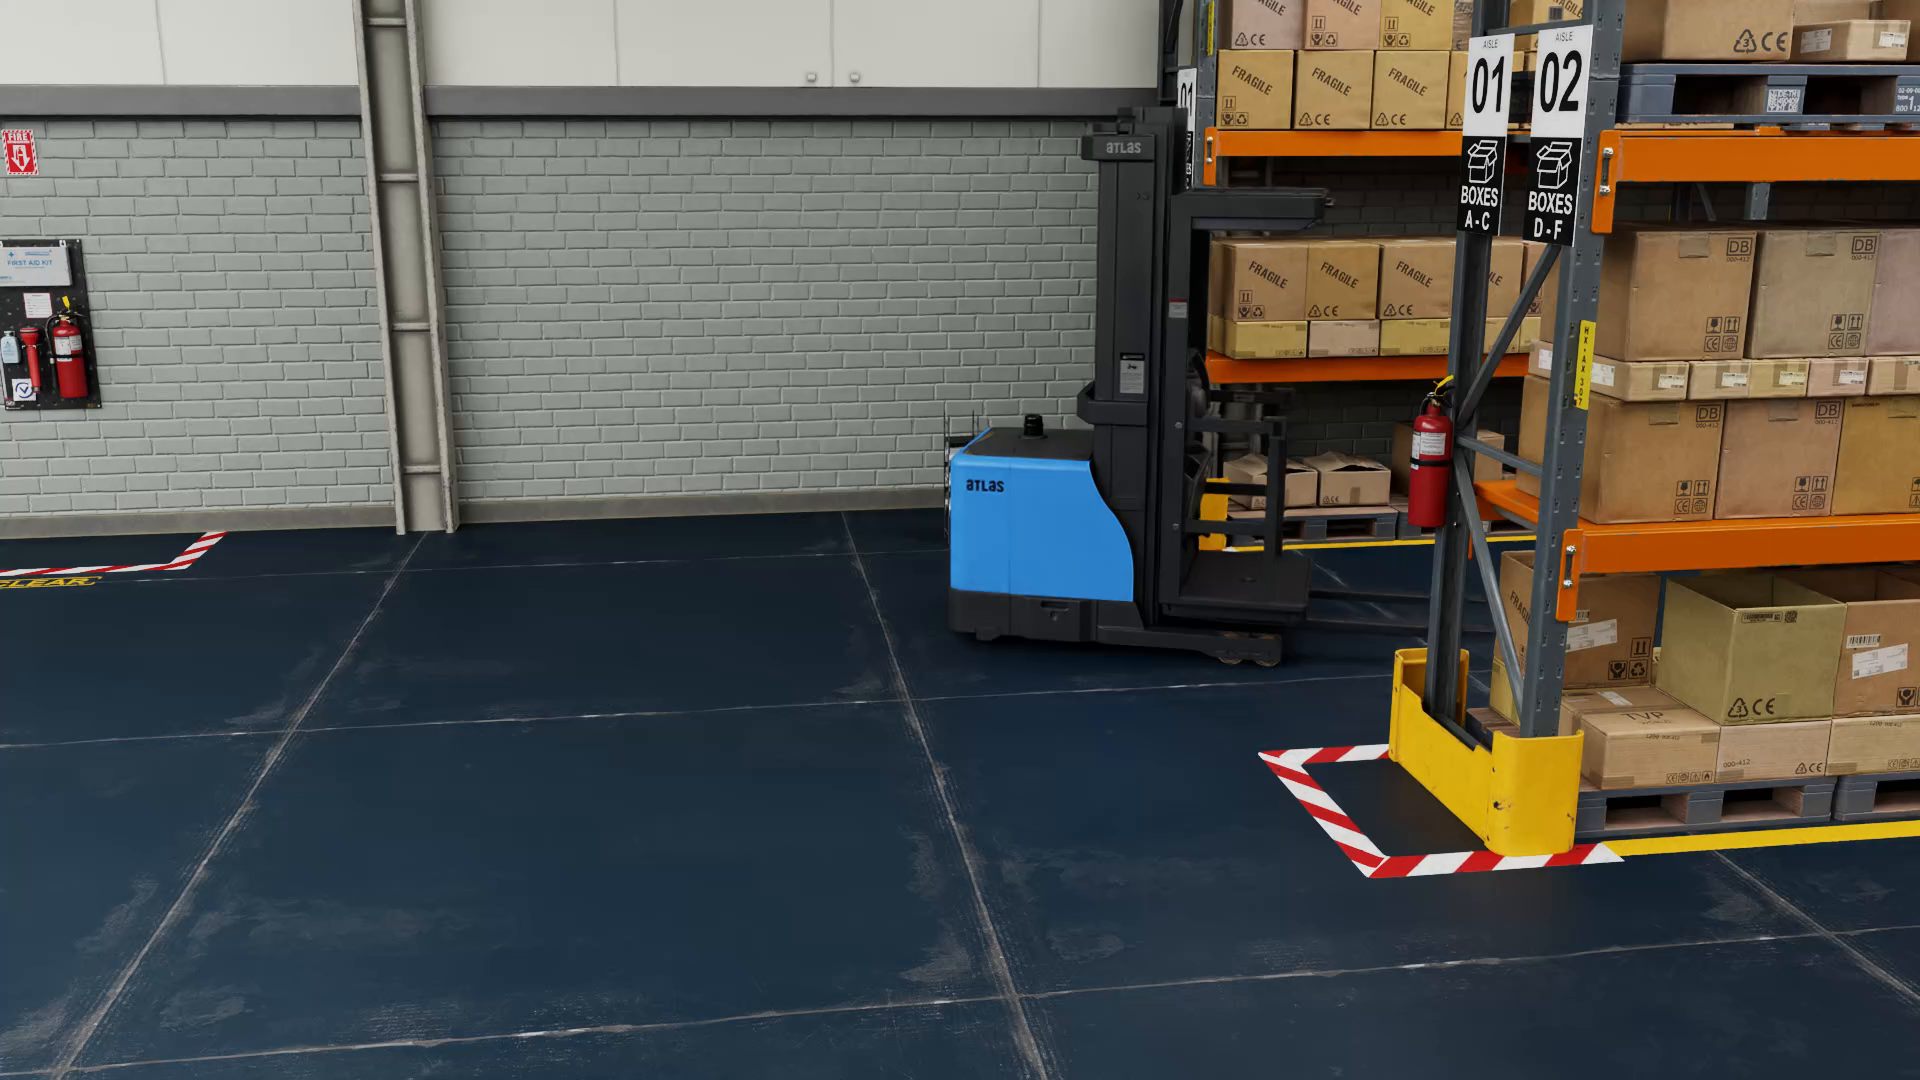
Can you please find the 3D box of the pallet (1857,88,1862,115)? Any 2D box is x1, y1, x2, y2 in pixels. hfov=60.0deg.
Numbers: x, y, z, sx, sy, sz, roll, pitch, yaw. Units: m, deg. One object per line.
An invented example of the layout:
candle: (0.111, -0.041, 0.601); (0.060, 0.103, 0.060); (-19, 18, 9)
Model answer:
pallet: (4.174, -1.807, 6.778); (1.213, 0.211, 1.003); (-2, 14, -8)

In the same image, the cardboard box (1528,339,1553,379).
cardboard box: (2.611, -0.754, 7.022); (0.250, 0.149, 0.380); (-2, 14, -9)

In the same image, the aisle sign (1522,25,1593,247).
aisle sign: (2.242, -1.516, 6.256); (0.004, 0.787, 0.394); (-2, 14, -8)

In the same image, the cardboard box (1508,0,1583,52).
cardboard box: (3.965, -3.538, 11.196); (0.500, 0.500, 0.500); (-3, 14, -10)

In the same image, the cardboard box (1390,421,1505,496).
cardboard box: (3.514, -0.562, 12.031); (0.500, 0.500, 0.700); (-3, 14, -12)

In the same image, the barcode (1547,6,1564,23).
barcode: (2.488, -2.194, 6.946); (0.075, 0.075, 0.001); (-2, 14, -8)

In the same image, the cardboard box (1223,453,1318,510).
cardboard box: (2.218, -0.435, 11.913); (0.500, 0.311, 0.500); (-4, 15, -15)

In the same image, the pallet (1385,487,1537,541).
pallet: (3.608, -0.237, 12.233); (1.213, 0.211, 1.003); (-2, 14, -8)

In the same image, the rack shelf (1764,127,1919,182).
rack shelf: (7.453, -2.846, 12.216); (4.000, 0.370, 1.077); (-2, 14, -8)

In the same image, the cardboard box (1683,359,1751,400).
cardboard box: (2.943, -0.667, 6.675); (0.250, 0.149, 0.380); (-2, 14, -10)

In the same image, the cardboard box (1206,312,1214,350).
cardboard box: (1.953, -1.523, 11.895); (0.500, 0.250, 0.500); (-2, 14, -7)

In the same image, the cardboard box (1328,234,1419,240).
cardboard box: (2.964, -1.927, 11.965); (0.500, 0.500, 0.500); (-2, 14, -10)

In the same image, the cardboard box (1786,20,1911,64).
cardboard box: (3.451, -1.936, 6.474); (0.250, 0.149, 0.380); (-2, 14, -8)

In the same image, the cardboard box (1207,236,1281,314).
cardboard box: (1.955, -1.891, 11.823); (0.500, 0.500, 0.500); (-2, 14, -9)

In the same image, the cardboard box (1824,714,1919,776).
cardboard box: (3.814, 0.796, 7.170); (0.500, 0.250, 0.500); (-2, 14, -8)

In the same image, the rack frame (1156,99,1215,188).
rack frame: (1.520, -1.522, 11.626); (0.127, 3.000, 1.000); (-2, 14, -8)

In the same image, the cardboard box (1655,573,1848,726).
cardboard box: (3.319, 0.451, 7.006); (0.500, 0.500, 0.500); (-2, 14, -8)

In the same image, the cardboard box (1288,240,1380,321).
cardboard box: (2.527, -1.784, 11.393); (0.500, 0.500, 0.500); (-2, 14, -8)

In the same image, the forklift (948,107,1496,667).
forklift: (1.507, -0.877, 9.193); (3.031, 2.935, 1.130); (3, 14, 13)

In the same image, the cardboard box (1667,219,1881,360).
cardboard box: (3.297, -1.045, 6.849); (0.500, 0.500, 0.700); (-2, 14, -10)

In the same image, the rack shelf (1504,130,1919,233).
rack shelf: (4.239, -1.509, 6.887); (4.000, 0.370, 1.077); (-2, 14, -8)

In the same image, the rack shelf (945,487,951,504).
rack shelf: (0.008, -0.317, 11.644); (0.200, 0.077, 0.258); (-2, 14, -8)

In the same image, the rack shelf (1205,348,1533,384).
rack shelf: (3.498, -1.246, 12.003); (4.000, 0.370, 1.077); (-2, 14, -8)

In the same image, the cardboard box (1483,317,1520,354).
cardboard box: (3.566, -1.458, 11.635); (0.500, 0.250, 0.500); (-2, 14, -8)

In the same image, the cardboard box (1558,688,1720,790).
cardboard box: (2.825, 0.833, 7.023); (0.500, 0.250, 0.500); (-2, 14, -8)

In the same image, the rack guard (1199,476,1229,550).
rack guard: (1.595, -0.313, 11.941); (0.348, 0.500, 1.175); (-2, 14, -8)

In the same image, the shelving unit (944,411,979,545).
shelving unit: (0.008, -0.437, 11.614); (0.210, 0.900, 0.258); (-2, 14, -8)

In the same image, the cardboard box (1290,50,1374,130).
cardboard box: (2.424, -2.998, 11.098); (0.500, 0.500, 0.500); (-1, 14, -5)

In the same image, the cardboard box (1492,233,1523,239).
cardboard box: (3.974, -1.967, 12.123); (0.500, 0.500, 0.500); (-2, 14, -7)

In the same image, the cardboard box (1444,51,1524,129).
cardboard box: (3.464, -3.043, 11.275); (0.500, 0.500, 0.500); (-1, 14, -5)

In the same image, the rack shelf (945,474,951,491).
rack shelf: (0.008, -0.404, 11.622); (0.200, 0.077, 0.258); (-2, 14, -8)

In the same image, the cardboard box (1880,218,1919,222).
cardboard box: (4.291, -1.082, 6.996); (0.500, 0.500, 0.700); (-2, 14, -8)

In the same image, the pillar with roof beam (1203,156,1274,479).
pillar with roof beam: (2.725, -3.630, 7.698); (0.400, 9.000, 9.100); (-2, 14, -8)

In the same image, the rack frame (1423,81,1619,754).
rack frame: (2.262, -0.331, 6.875); (0.127, 3.000, 1.000); (-2, 14, -8)

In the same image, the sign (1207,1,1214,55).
sign: (1.601, -3.271, 10.634); (0.005, 0.325, 0.100); (-2, 14, -8)

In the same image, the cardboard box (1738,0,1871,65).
cardboard box: (3.361, -2.090, 6.880); (0.500, 0.250, 0.500); (-2, 14, -8)

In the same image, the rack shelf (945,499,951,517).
rack shelf: (0.008, -0.230, 11.665); (0.200, 0.077, 0.258); (-2, 14, -8)

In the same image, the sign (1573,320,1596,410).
sign: (2.339, -0.656, 6.227); (0.005, 0.325, 0.100); (-2, 14, -8)

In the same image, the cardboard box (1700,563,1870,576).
cardboard box: (3.734, 0.304, 7.589); (0.500, 0.500, 0.500); (-2, 14, -8)

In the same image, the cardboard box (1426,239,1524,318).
cardboard box: (3.548, -1.822, 11.548); (0.500, 0.500, 0.500); (-2, 14, -7)

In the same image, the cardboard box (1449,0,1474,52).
cardboard box: (3.435, -3.650, 11.643); (0.500, 0.500, 0.500); (-2, 14, -8)

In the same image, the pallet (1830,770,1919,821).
pallet: (4.216, 0.940, 7.538); (1.213, 0.211, 1.003); (-2, 14, -8)

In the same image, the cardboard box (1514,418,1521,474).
cardboard box: (4.455, -0.621, 12.266); (0.500, 0.500, 0.500); (-3, 14, -13)

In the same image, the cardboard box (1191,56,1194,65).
cardboard box: (1.895, -3.112, 11.550); (0.500, 0.500, 0.500); (-1, 14, -4)

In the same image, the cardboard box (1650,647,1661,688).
cardboard box: (3.241, 0.687, 7.603); (0.500, 0.250, 0.500); (-2, 14, -8)

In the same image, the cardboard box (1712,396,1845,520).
cardboard box: (3.244, -0.414, 6.999); (0.500, 0.500, 0.700); (-2, 14, -7)

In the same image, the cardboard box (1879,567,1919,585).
cardboard box: (4.309, 0.416, 7.146); (0.500, 0.500, 0.500); (-2, 14, -8)

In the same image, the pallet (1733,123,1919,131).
pallet: (6.102, -3.028, 11.849); (1.003, 0.211, 1.213); (-2, 14, -8)

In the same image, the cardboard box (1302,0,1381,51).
cardboard box: (2.441, -3.482, 10.972); (0.500, 0.500, 0.500); (-2, 14, -9)

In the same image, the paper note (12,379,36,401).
paper note: (-6.484, -1.041, 11.517); (0.142, 0.148, 0.016); (-2, 14, -8)

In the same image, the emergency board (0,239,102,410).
emergency board: (-6.299, -1.458, 11.369); (0.643, 1.169, 0.194); (-2, 14, -8)

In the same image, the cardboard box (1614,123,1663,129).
cardboard box: (4.511, -3.088, 11.454); (0.500, 0.500, 0.500); (-3, 14, -13)

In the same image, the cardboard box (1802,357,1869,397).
cardboard box: (3.439, -0.684, 6.744); (0.250, 0.149, 0.380); (-2, 14, -9)

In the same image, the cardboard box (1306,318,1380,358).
cardboard box: (2.561, -1.423, 11.497); (0.500, 0.250, 0.500); (-3, 14, -10)

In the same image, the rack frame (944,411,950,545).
rack frame: (-0.093, -0.433, 11.599); (0.006, 0.900, 0.240); (-2, 14, -8)
